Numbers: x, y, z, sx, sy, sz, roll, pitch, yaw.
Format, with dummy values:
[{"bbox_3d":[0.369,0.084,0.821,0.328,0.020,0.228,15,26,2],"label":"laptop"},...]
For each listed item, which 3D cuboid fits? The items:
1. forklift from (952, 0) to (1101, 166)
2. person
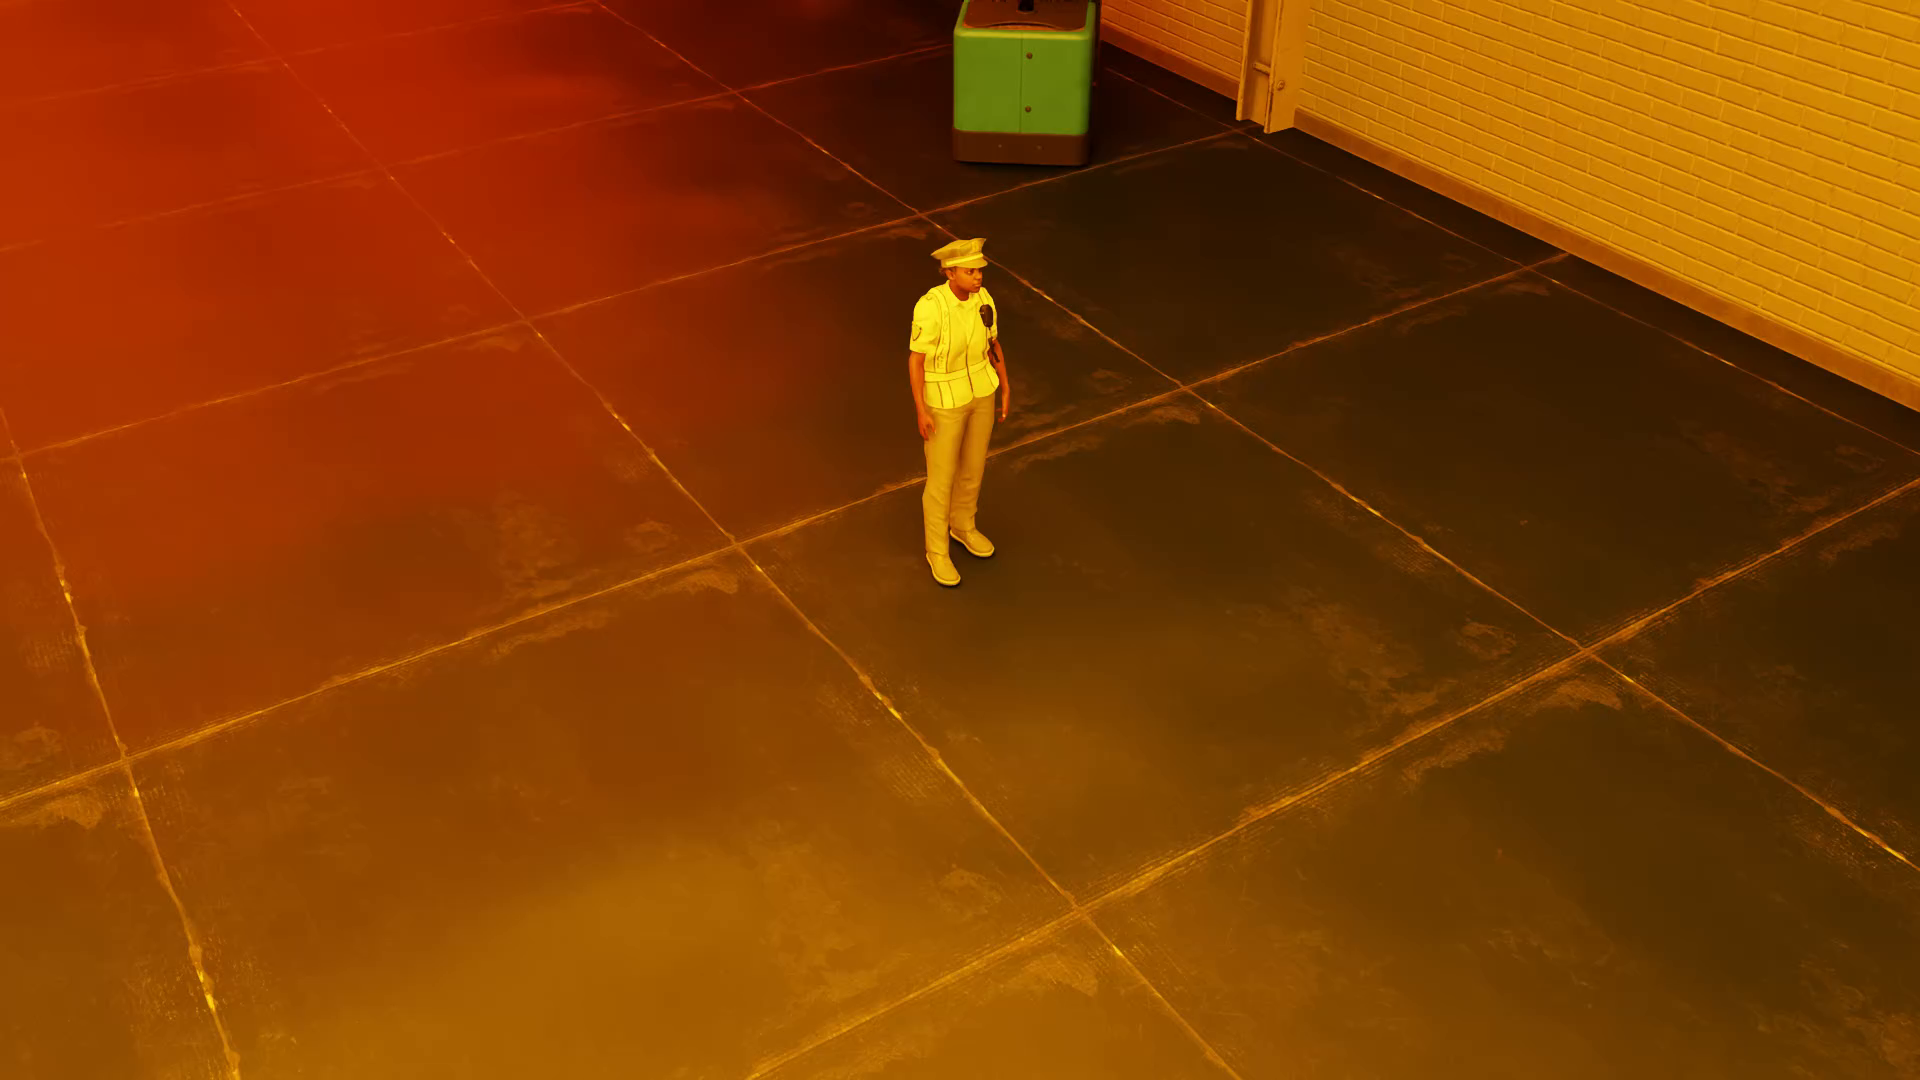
[{"bbox_3d":[0.603,-4.865,13.072,1.130,2.935,3.031,3,35,5],"label":"forklift"},{"bbox_3d":[0.024,-0.657,8.146,0.569,1.695,0.530,-21,40,-27],"label":"person"}]
